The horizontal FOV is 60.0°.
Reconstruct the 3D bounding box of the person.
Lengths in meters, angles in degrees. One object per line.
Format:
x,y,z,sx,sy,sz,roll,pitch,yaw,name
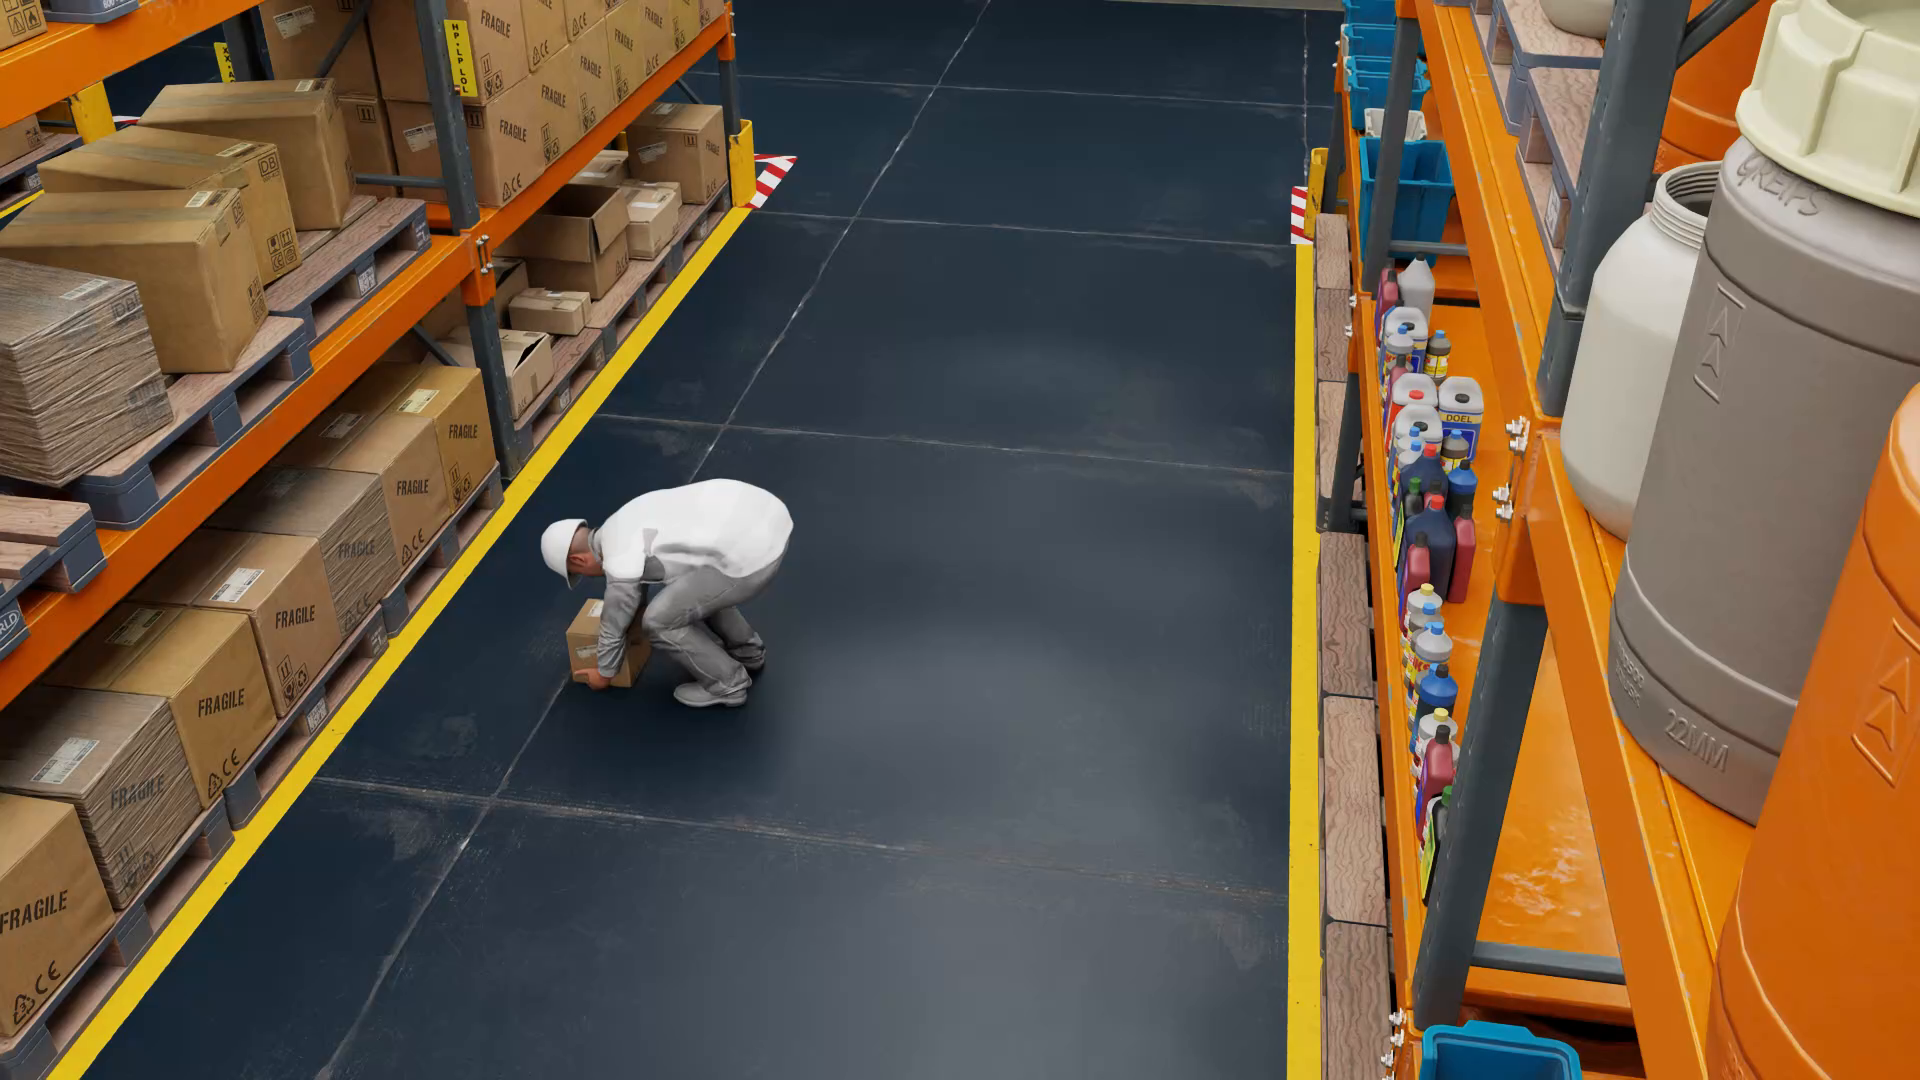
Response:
-1.163,0.187,6.633,1.001,0.916,0.519,4,32,6,person
